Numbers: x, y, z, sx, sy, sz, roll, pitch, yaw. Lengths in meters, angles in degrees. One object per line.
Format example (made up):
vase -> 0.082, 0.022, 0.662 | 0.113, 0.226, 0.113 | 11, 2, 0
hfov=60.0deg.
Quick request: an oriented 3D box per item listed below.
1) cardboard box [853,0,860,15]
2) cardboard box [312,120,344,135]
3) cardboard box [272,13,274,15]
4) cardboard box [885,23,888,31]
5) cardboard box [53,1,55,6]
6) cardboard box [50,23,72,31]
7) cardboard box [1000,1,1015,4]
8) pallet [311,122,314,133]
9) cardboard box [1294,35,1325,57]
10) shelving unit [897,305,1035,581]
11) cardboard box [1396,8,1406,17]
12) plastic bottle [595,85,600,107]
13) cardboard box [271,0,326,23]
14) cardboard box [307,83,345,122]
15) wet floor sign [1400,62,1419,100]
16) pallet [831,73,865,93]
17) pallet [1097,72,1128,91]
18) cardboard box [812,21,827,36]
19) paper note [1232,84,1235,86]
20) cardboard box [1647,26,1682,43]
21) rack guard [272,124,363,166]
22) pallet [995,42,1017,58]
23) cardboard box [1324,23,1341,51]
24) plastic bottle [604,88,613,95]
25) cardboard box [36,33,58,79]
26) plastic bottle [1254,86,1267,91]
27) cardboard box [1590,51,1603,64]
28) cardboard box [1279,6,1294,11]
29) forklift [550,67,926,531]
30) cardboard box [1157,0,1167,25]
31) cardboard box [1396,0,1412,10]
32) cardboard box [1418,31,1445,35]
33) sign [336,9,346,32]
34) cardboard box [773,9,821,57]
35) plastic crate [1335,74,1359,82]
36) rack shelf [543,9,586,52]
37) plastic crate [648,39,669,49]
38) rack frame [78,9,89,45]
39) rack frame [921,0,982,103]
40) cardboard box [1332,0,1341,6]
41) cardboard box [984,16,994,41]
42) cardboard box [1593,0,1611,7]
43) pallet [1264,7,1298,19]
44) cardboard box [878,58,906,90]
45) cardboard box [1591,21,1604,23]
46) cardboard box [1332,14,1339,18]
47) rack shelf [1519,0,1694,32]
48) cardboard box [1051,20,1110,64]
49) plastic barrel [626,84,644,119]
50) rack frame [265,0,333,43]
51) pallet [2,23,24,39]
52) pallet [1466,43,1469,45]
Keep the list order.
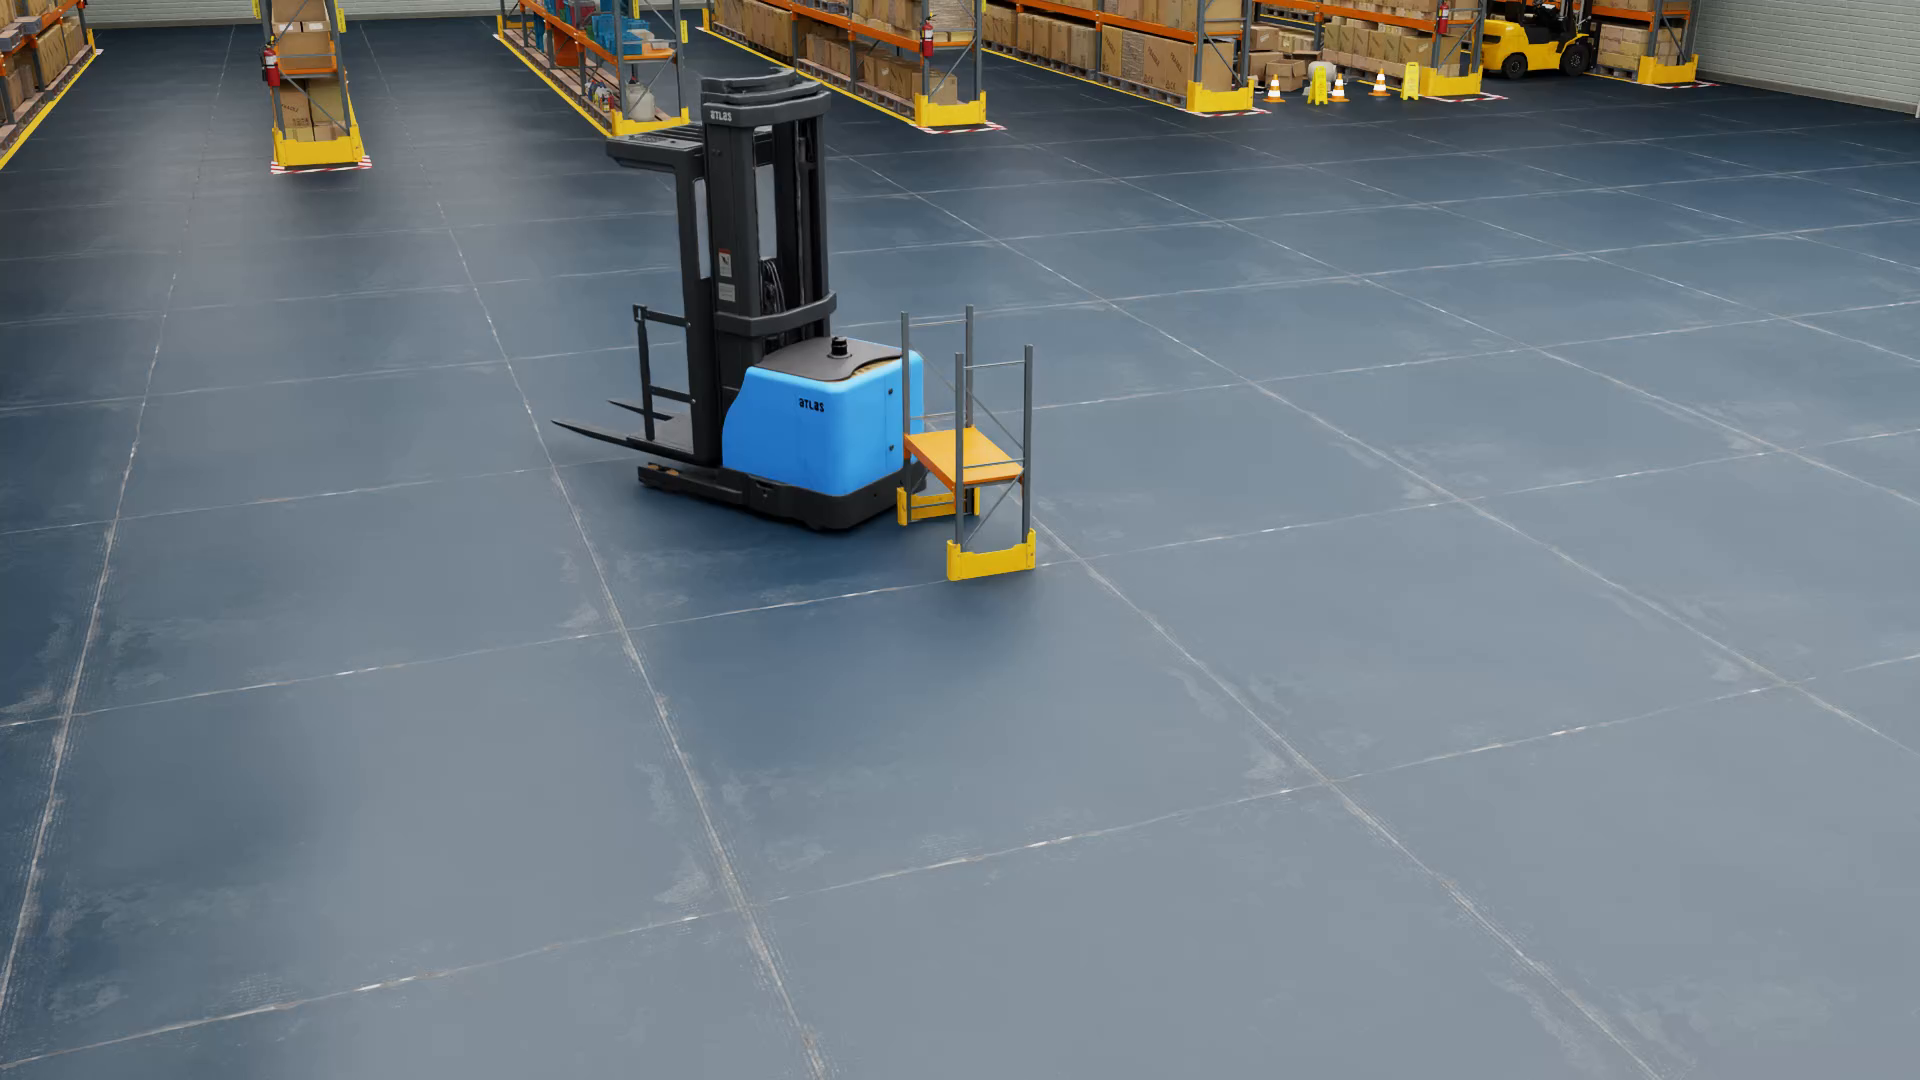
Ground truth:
cardboard box -> -1.445, -9.766, 30.048 | 0.875, 0.500, 0.500 | -8, 24, -19
cardboard box -> -9.563, -6.277, 25.280 | 0.500, 0.250, 0.500 | -8, 24, -19
cardboard box -> -10.173, -7.872, 25.101 | 0.380, 0.149, 0.250 | -8, 24, -18
cardboard box -> -1.078, -8.892, 28.809 | 0.380, 0.149, 0.250 | -8, 24, -19
cardboard box -> -17.889, -10.433, 32.438 | 0.380, 0.149, 0.250 | -8, 24, -18
cardboard box -> -18.577, -10.589, 34.353 | 0.380, 0.149, 0.250 | -9, 24, -20
cardboard box -> 1.173, -12.078, 37.757 | 0.500, 0.250, 0.500 | -9, 25, -21
pallet -> -10.138, -6.374, 26.100 | 1.003, 0.211, 1.213 | -8, 24, -19
cardboard box -> 7.538, -10.288, 34.639 | 0.950, 0.372, 0.625 | -8, 24, -18
shelving unit -> 0.027, -0.663, 10.893 | 0.587, 1.500, 1.083 | -8, 24, -19
cardboard box -> 8.423, -9.915, 31.235 | 0.380, 0.149, 0.250 | -8, 24, -18
plastic bottle -> -6.065, -7.484, 27.990 | 0.144, 0.351, 0.185 | -9, 24, -19
cardboard box -> -9.573, -7.778, 24.044 | 0.700, 0.500, 0.500 | -8, 24, -19
cardboard box -> -9.561, -6.623, 25.135 | 0.500, 0.500, 0.500 | -8, 24, -19
wet floor sign -> 8.205, -8.361, 30.256 | 0.267, 0.644, 0.232 | 0, 23, -1
pallet -> -1.822, -8.753, 31.745 | 1.003, 0.211, 1.213 | -8, 24, -19
pallet -> 3.326, -8.827, 31.921 | 1.003, 0.211, 1.213 | -8, 24, -19
cardboard box -> -2.694, -10.366, 33.668 | 0.500, 0.250, 0.500 | -7, 24, -17
paper note -> 5.322, -8.785, 32.064 | 0.172, 0.023, 0.155 | 0, 23, -1
cardboard box -> 13.788, -9.932, 32.664 | 0.500, 0.250, 0.500 | -9, 24, -20
rack guard -> -9.393, -5.783, 24.328 | 1.175, 0.500, 0.348 | -8, 24, -19
pallet -> 1.442, -10.852, 36.725 | 1.003, 0.211, 1.213 | -8, 24, -19
cardboard box -> 7.681, -10.135, 33.469 | 0.500, 0.500, 0.500 | -7, 24, -16
plastic bottle -> -5.936, -7.479, 28.074 | 0.152, 0.276, 0.135 | -8, 24, -19
cardboard box -> -17.301, -8.977, 30.914 | 0.750, 0.750, 0.750 | -8, 24, -19
plastic bottle -> 5.637, -8.513, 31.370 | 0.133, 0.061, 0.283 | -18, 29, -37
cardboard box -> 12.984, -9.763, 33.550 | 0.500, 0.250, 0.500 | -8, 24, -18
cardboard box -> 8.888, -14.271, 43.924 | 0.700, 0.500, 0.500 | -9, 25, -21
forklift -> -1.742, -1.844, 11.850 | 3.031, 2.935, 1.130 | 15, 27, 32
cardboard box -> 4.075, -9.561, 29.879 | 0.875, 0.550, 0.550 | -8, 24, -19
cardboard box -> 8.516, -10.187, 31.045 | 0.500, 0.500, 0.500 | -8, 24, -19
cardboard box -> 8.914, -9.462, 31.873 | 0.500, 0.500, 0.500 | -9, 25, -21
sign -> -8.880, -7.453, 23.855 | 0.100, 0.325, 0.005 | -8, 24, -19
cardboard box -> -3.183, -10.677, 34.914 | 1.225, 0.875, 0.875 | -10, 25, -21
plastic crate -> 7.513, -9.087, 32.706 | 0.402, 0.080, 0.583 | -18, 29, -37
rack shelf -> -6.886, -9.471, 30.785 | 1.077, 0.370, 4.000 | -8, 24, -19
plastic crate -> -4.781, -7.870, 26.400 | 0.298, 0.136, 0.250 | -8, 24, -19
rack frame -> -19.687, -12.077, 36.041 | 1.000, 3.000, 0.127 | -8, 24, -19
rack frame -> -0.133, -8.302, 27.085 | 1.000, 3.000, 0.127 | -8, 24, -19
cardboard box -> 7.674, -10.756, 33.231 | 0.380, 0.149, 0.250 | -8, 24, -17
cardboard box -> 0.858, -11.476, 37.294 | 0.500, 0.500, 0.500 | -9, 25, -21
cardboard box -> 13.005, -10.909, 33.141 | 0.500, 0.500, 0.500 | -9, 24, -20
pallet -> 8.865, -14.113, 44.462 | 1.003, 0.211, 1.213 | -8, 24, -19
cardboard box -> -1.232, -8.439, 30.088 | 0.500, 0.500, 0.500 | -1, 23, -2
cardboard box -> 12.781, -10.407, 33.793 | 0.500, 0.250, 0.500 | -9, 24, -20
cardboard box -> 9.699, -13.347, 41.733 | 0.500, 0.500, 0.500 | -9, 24, -20
rack shelf -> 13.074, -10.739, 33.794 | 1.077, 0.370, 4.000 | -8, 24, -19
cardboard box -> 2.490, -10.120, 33.755 | 1.050, 0.750, 0.750 | -8, 24, -19
plastic barrel -> -5.247, -7.080, 26.849 | 0.421, 0.512, 0.421 | 0, 23, 0
rack frame -> -10.815, -8.397, 27.311 | 1.000, 3.000, 0.127 | -8, 24, -19
pallet -> -16.123, -8.368, 27.488 | 1.003, 0.211, 1.213 | -8, 24, -19
pallet -> 11.209, -11.661, 38.646 | 1.003, 0.211, 1.213 | -8, 24, -19
